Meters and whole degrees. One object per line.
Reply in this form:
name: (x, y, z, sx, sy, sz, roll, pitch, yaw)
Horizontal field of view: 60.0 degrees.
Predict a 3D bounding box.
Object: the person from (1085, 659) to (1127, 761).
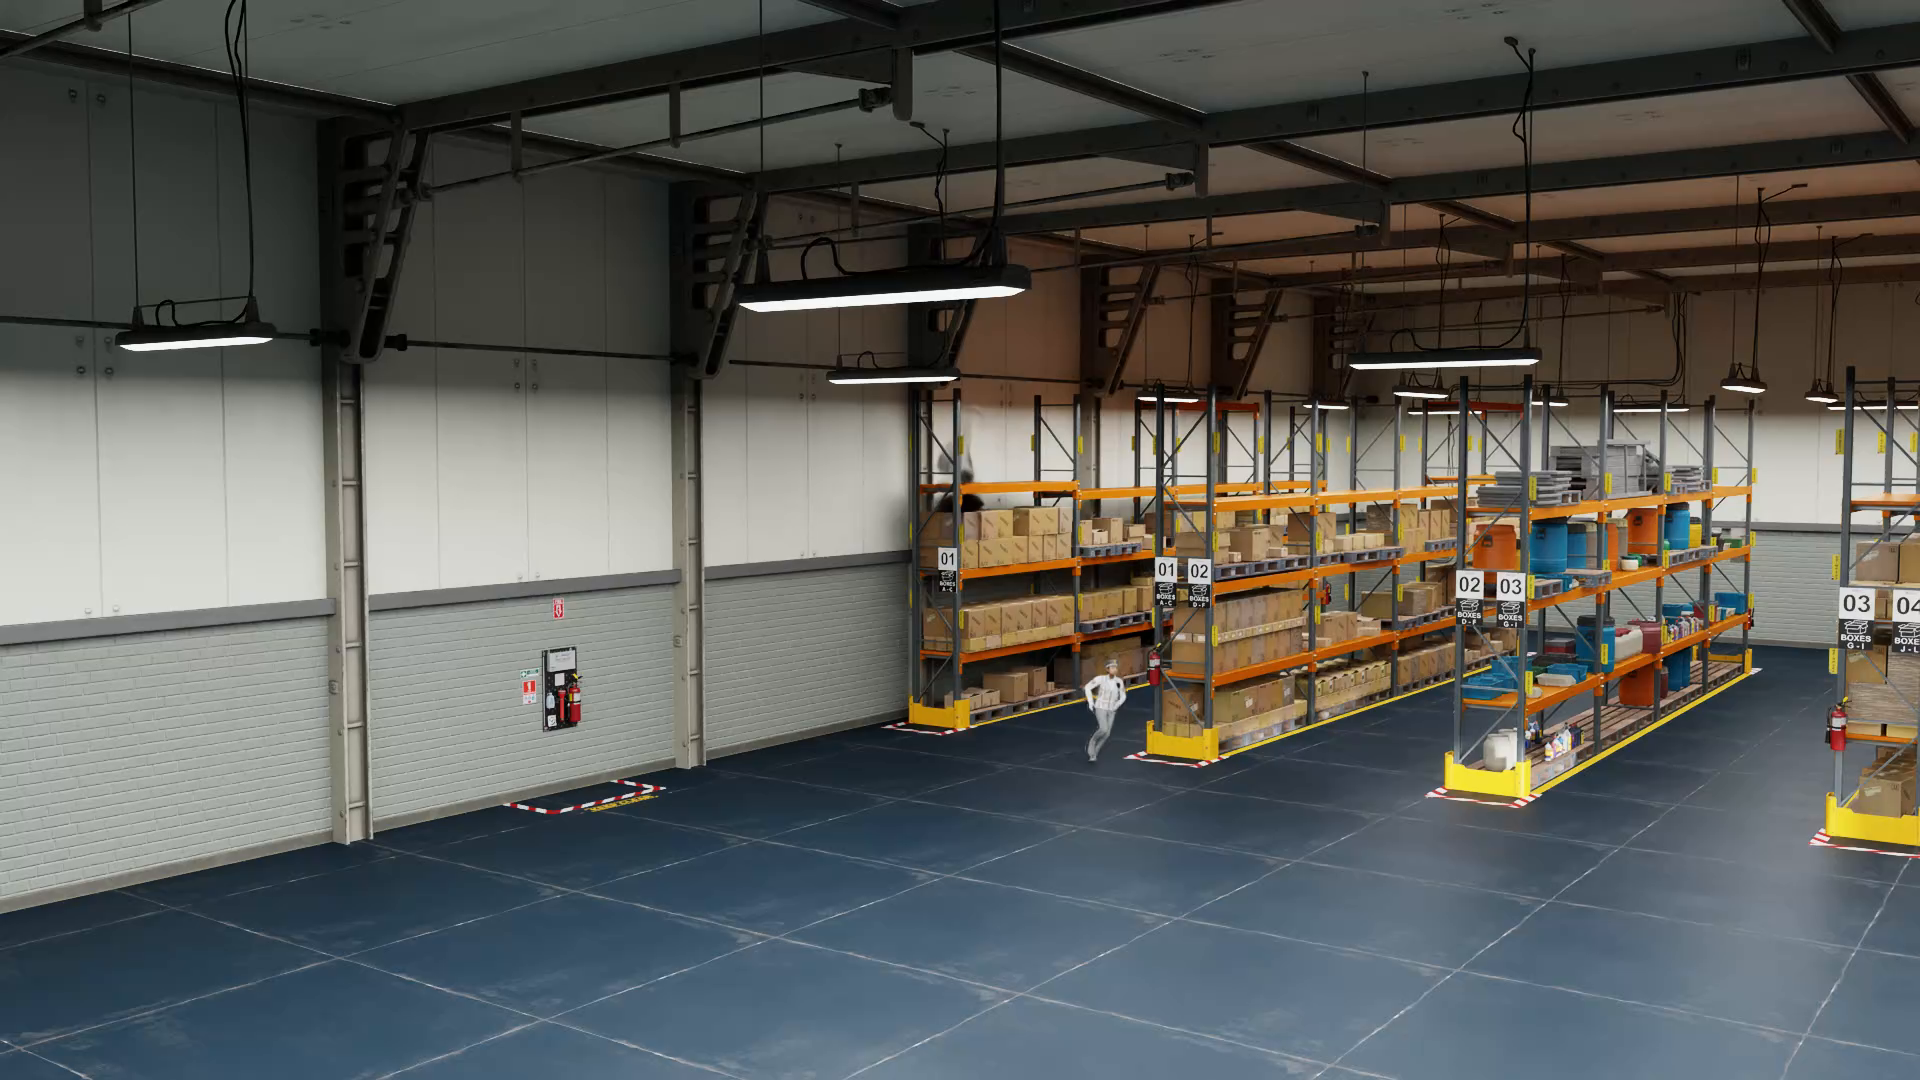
person: (2.337, 2.686, 26.255, 0.615, 1.624, 0.546, -1, 3, -17)
